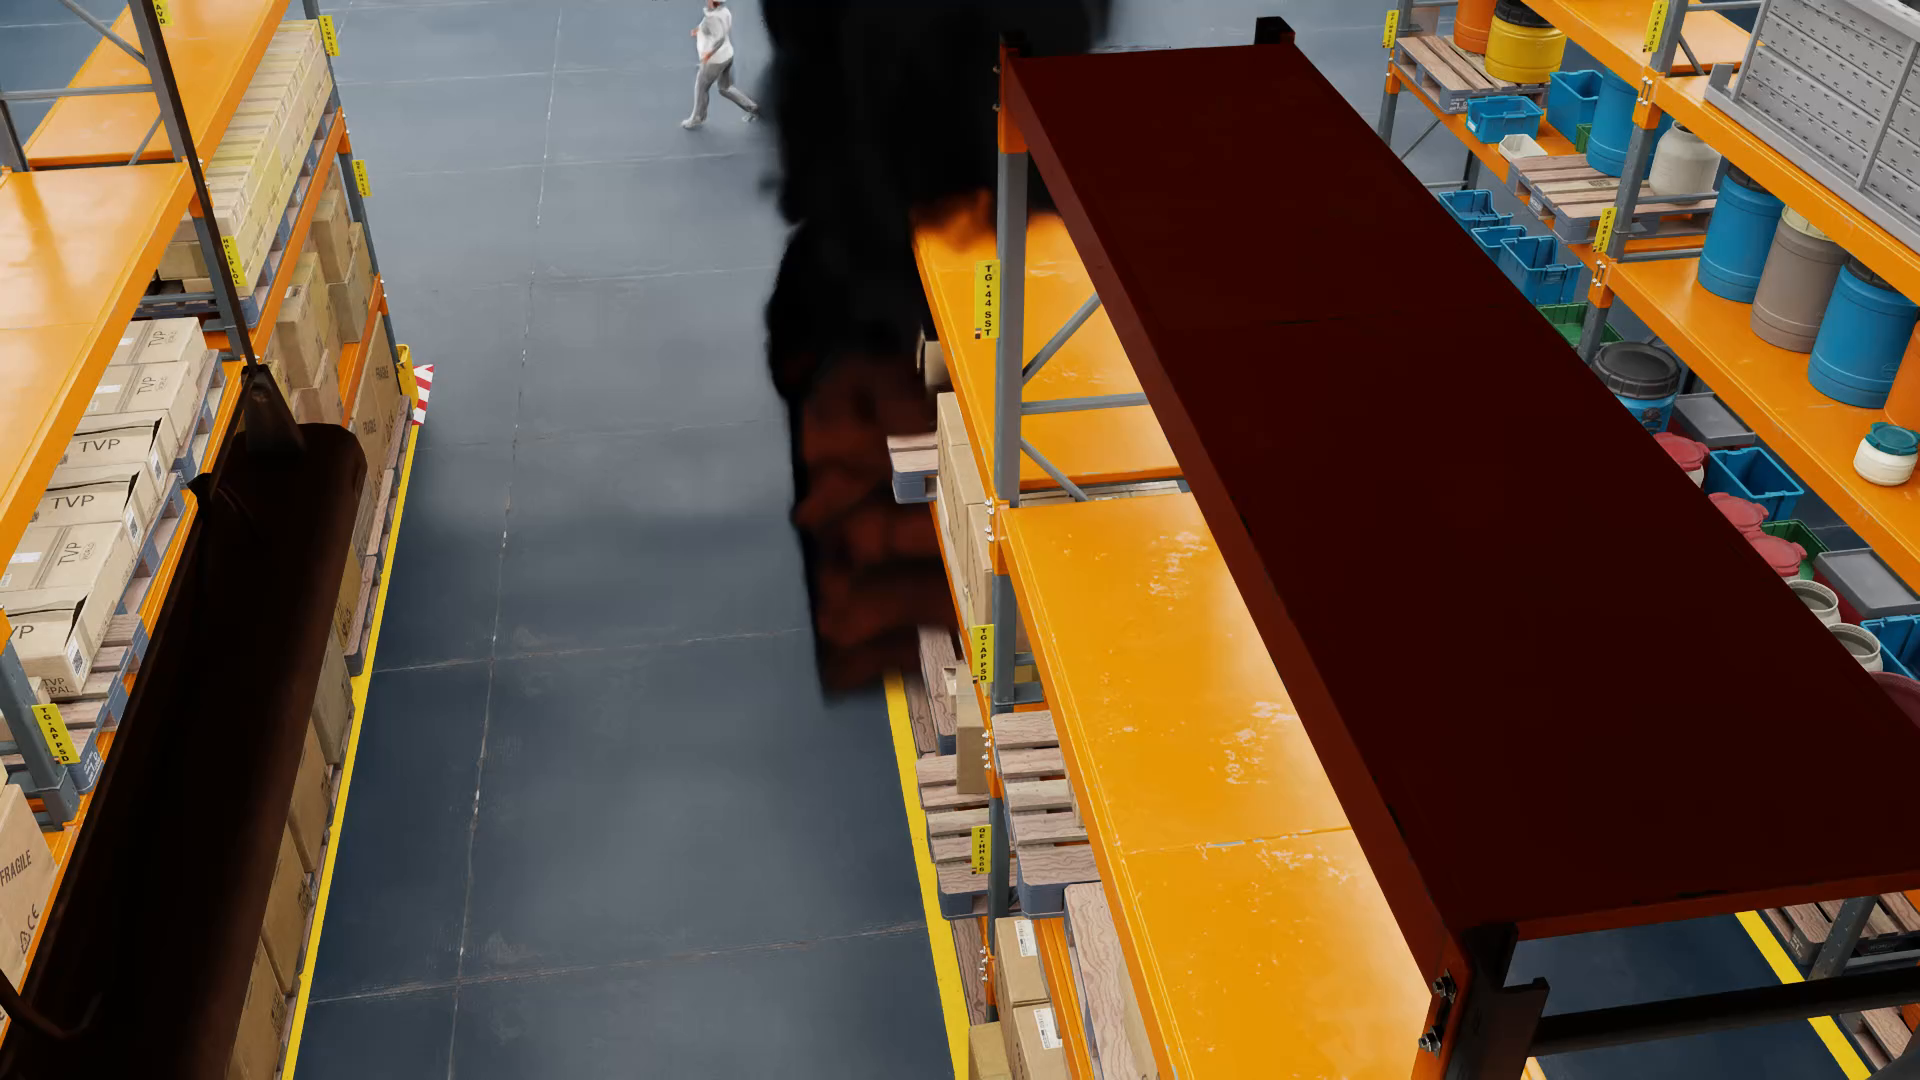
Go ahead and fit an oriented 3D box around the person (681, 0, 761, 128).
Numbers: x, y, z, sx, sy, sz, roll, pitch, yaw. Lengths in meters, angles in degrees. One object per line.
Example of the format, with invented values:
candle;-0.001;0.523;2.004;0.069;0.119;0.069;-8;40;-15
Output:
person;-2.918;-5.715;19.728;0.988;1.755;0.671;13;38;16
